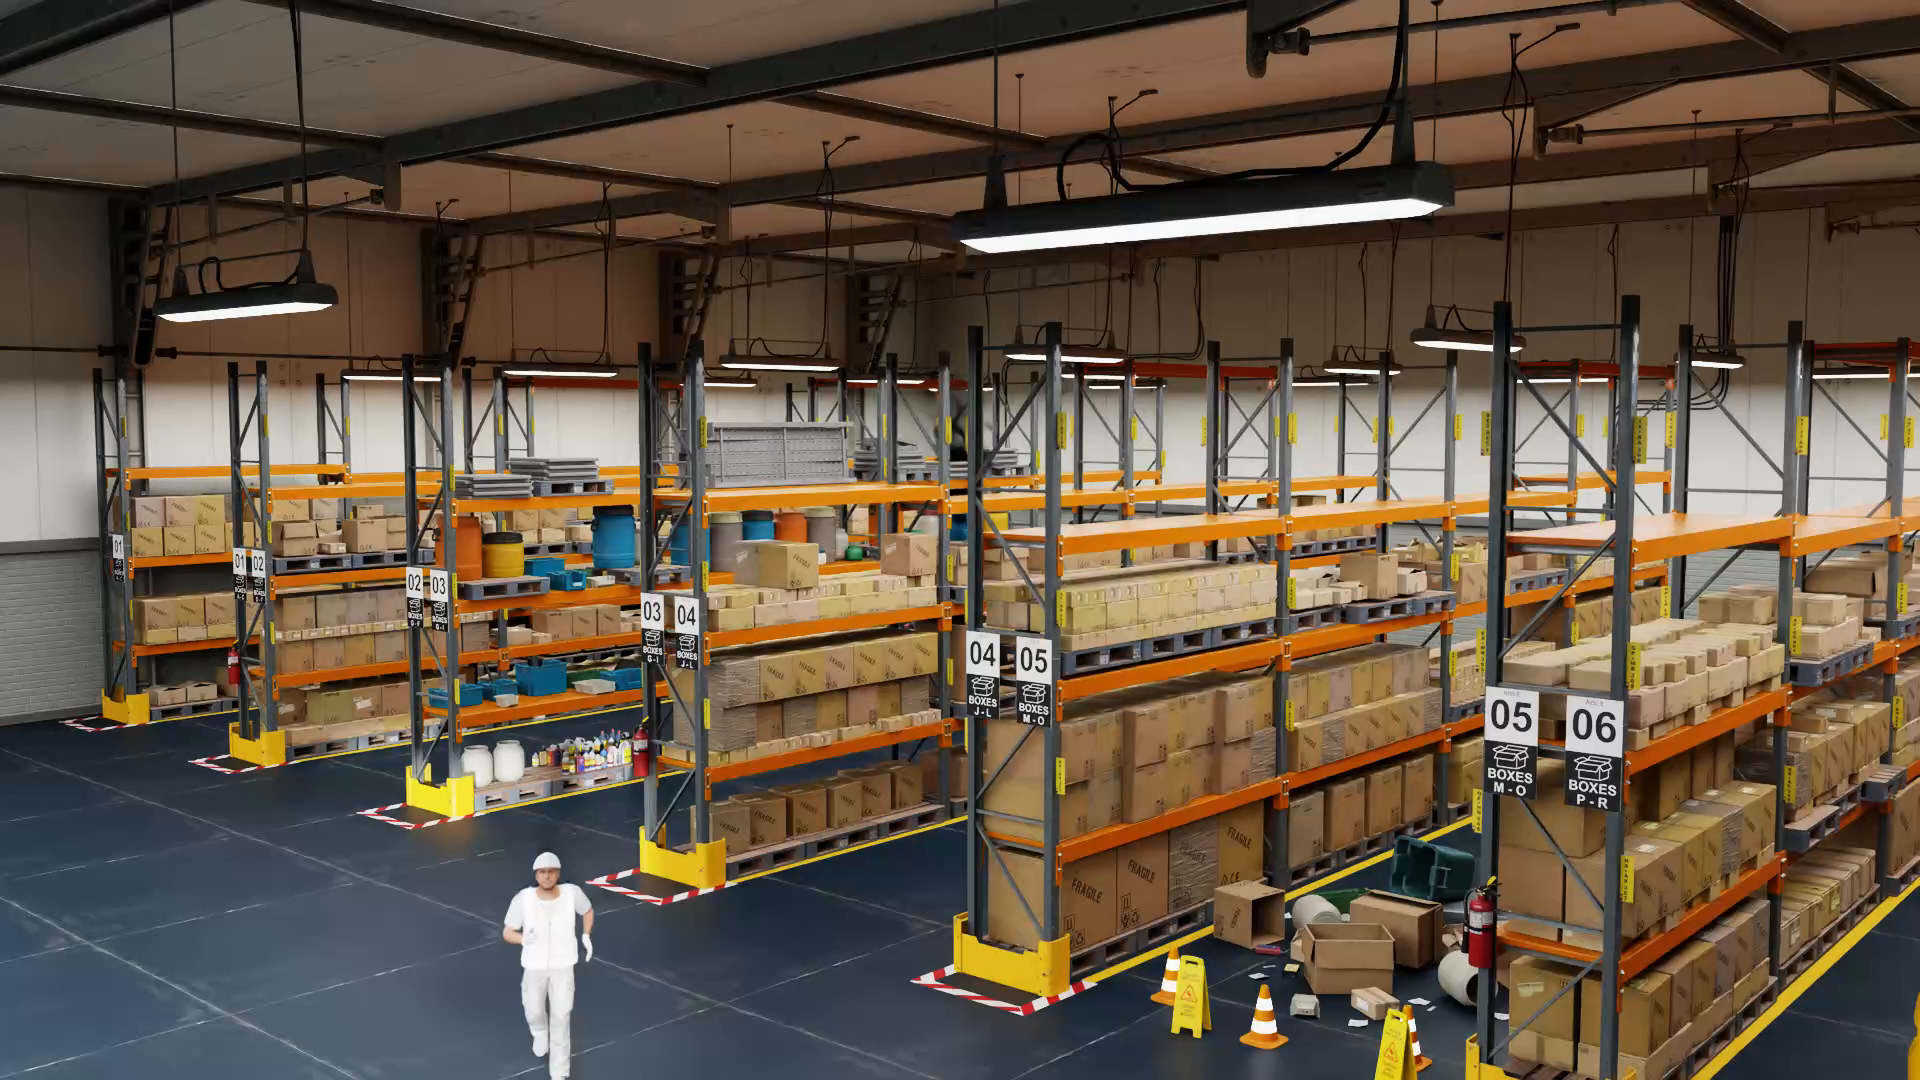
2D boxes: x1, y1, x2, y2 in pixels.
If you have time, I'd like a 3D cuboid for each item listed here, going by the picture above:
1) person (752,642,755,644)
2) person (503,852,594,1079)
[{"bbox_3d":[-3.489,1.885,29.187,0.569,1.700,0.832,3,5,34],"label":"person"},{"bbox_3d":[-3.198,3.305,12.947,0.691,1.762,0.988,-1,4,-12],"label":"person"}]
